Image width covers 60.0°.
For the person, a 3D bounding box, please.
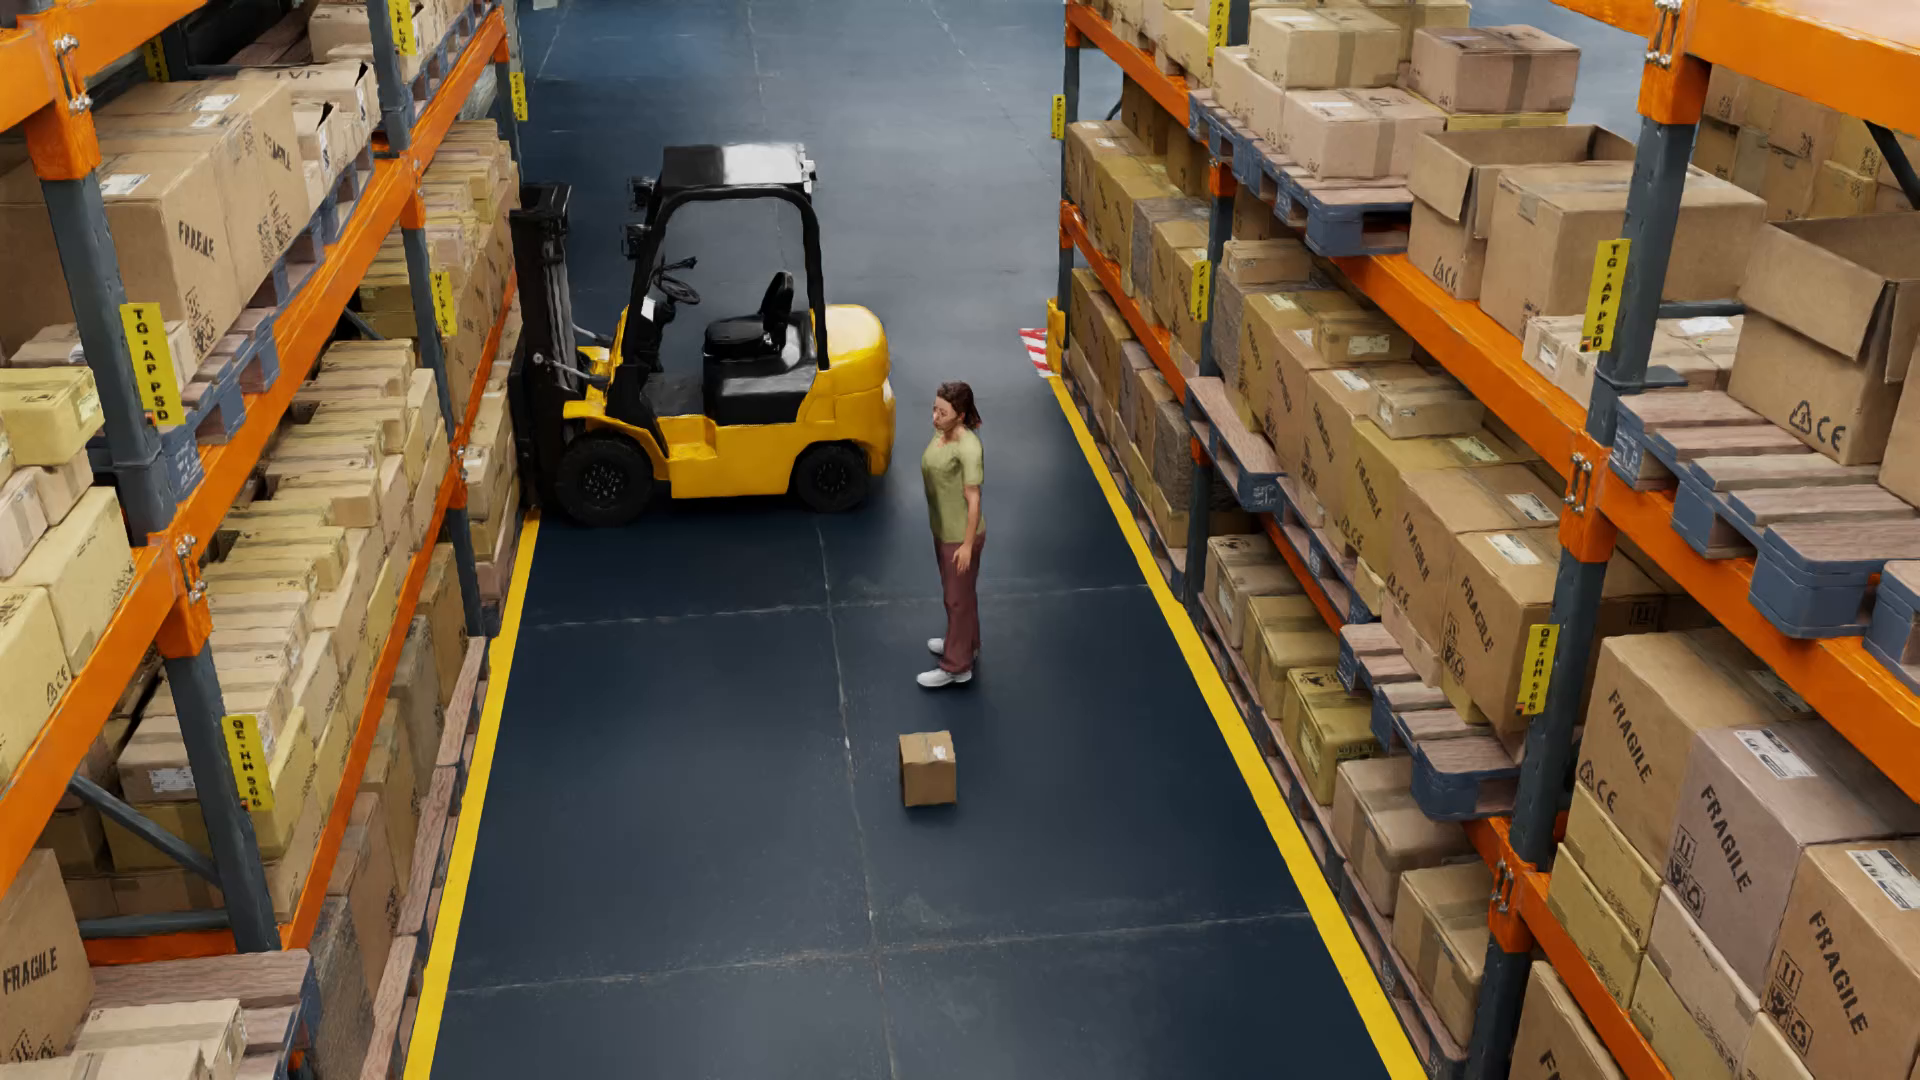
[{"bbox_3d":[-0.054,-0.032,8.638,0.441,1.677,0.584,-10,29,-19],"label":"person"}]
